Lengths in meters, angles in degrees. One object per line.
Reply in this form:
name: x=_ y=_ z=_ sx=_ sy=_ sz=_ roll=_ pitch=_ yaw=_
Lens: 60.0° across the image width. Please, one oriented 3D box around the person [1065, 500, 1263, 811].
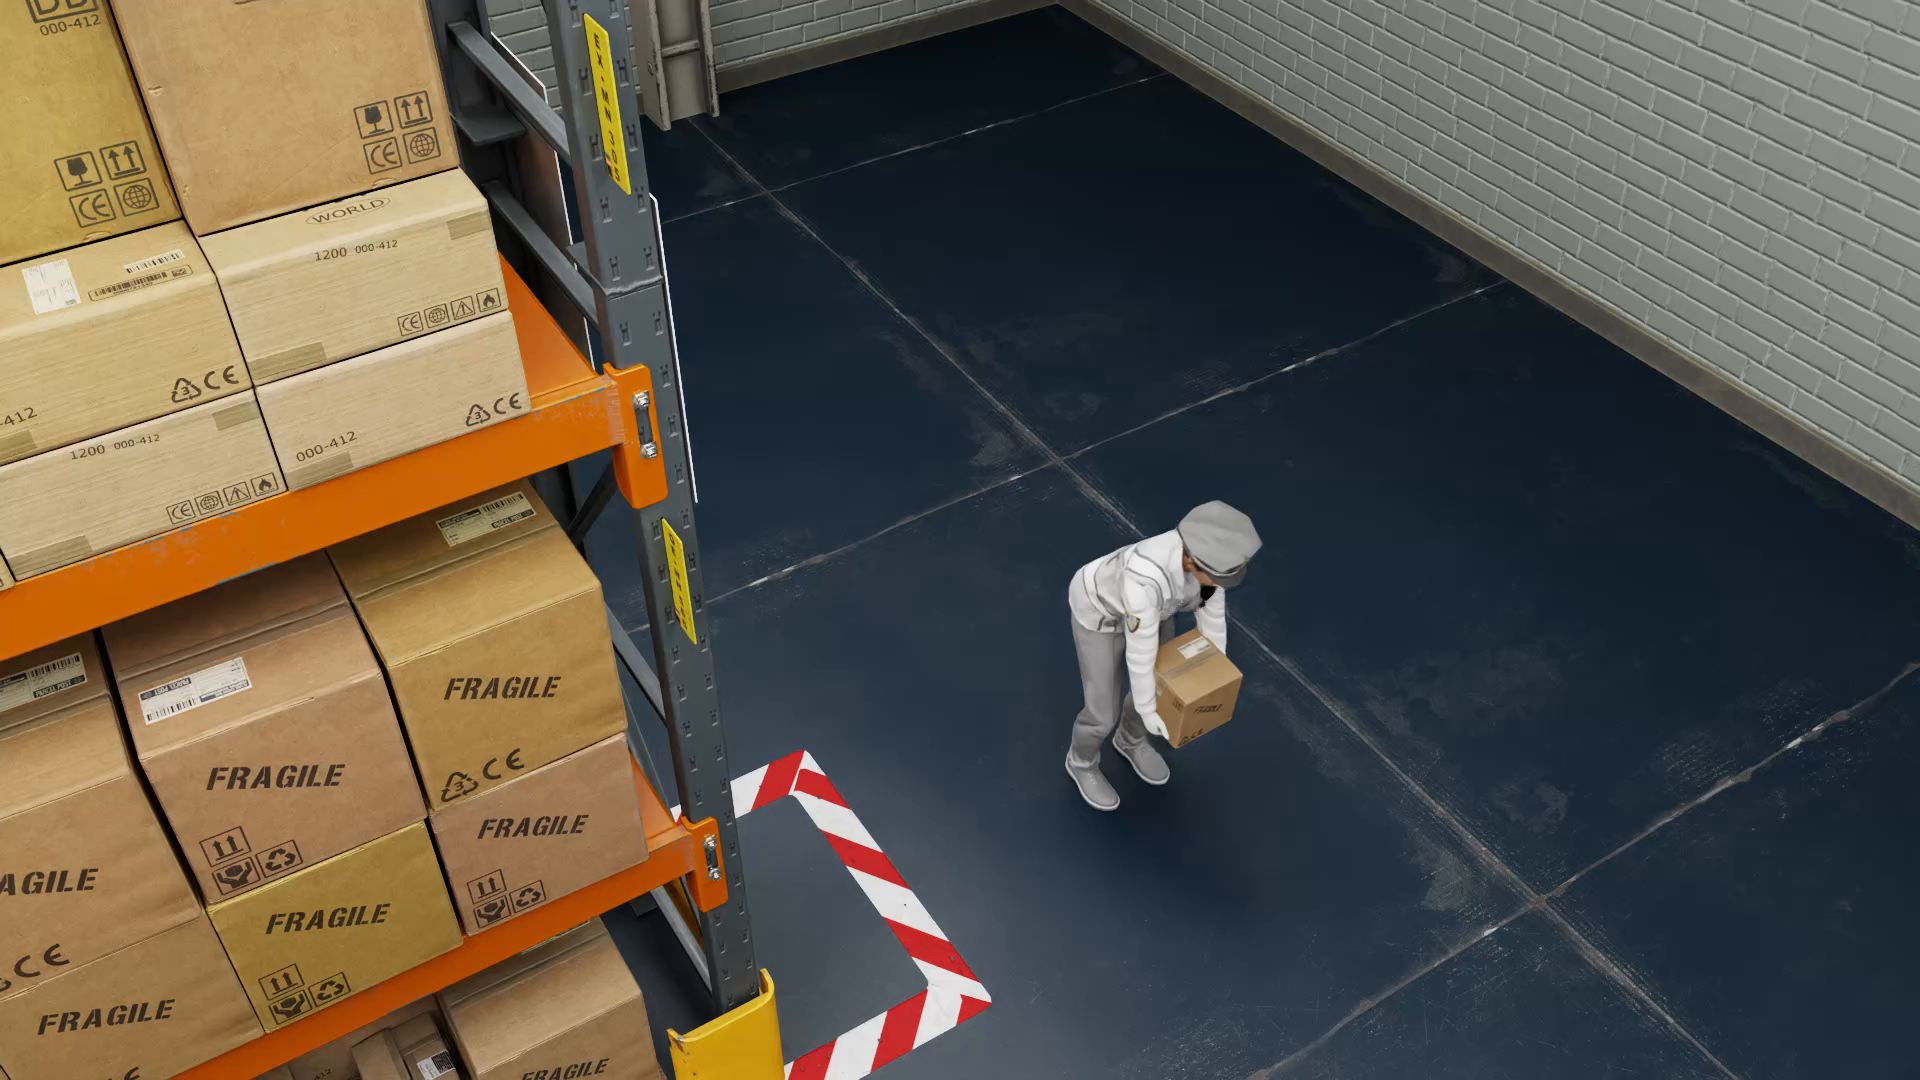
person: x=0.684 y=0.401 z=5.817 sx=0.414 sy=1.515 sz=0.706 roll=-24 pitch=46 yaw=-25
